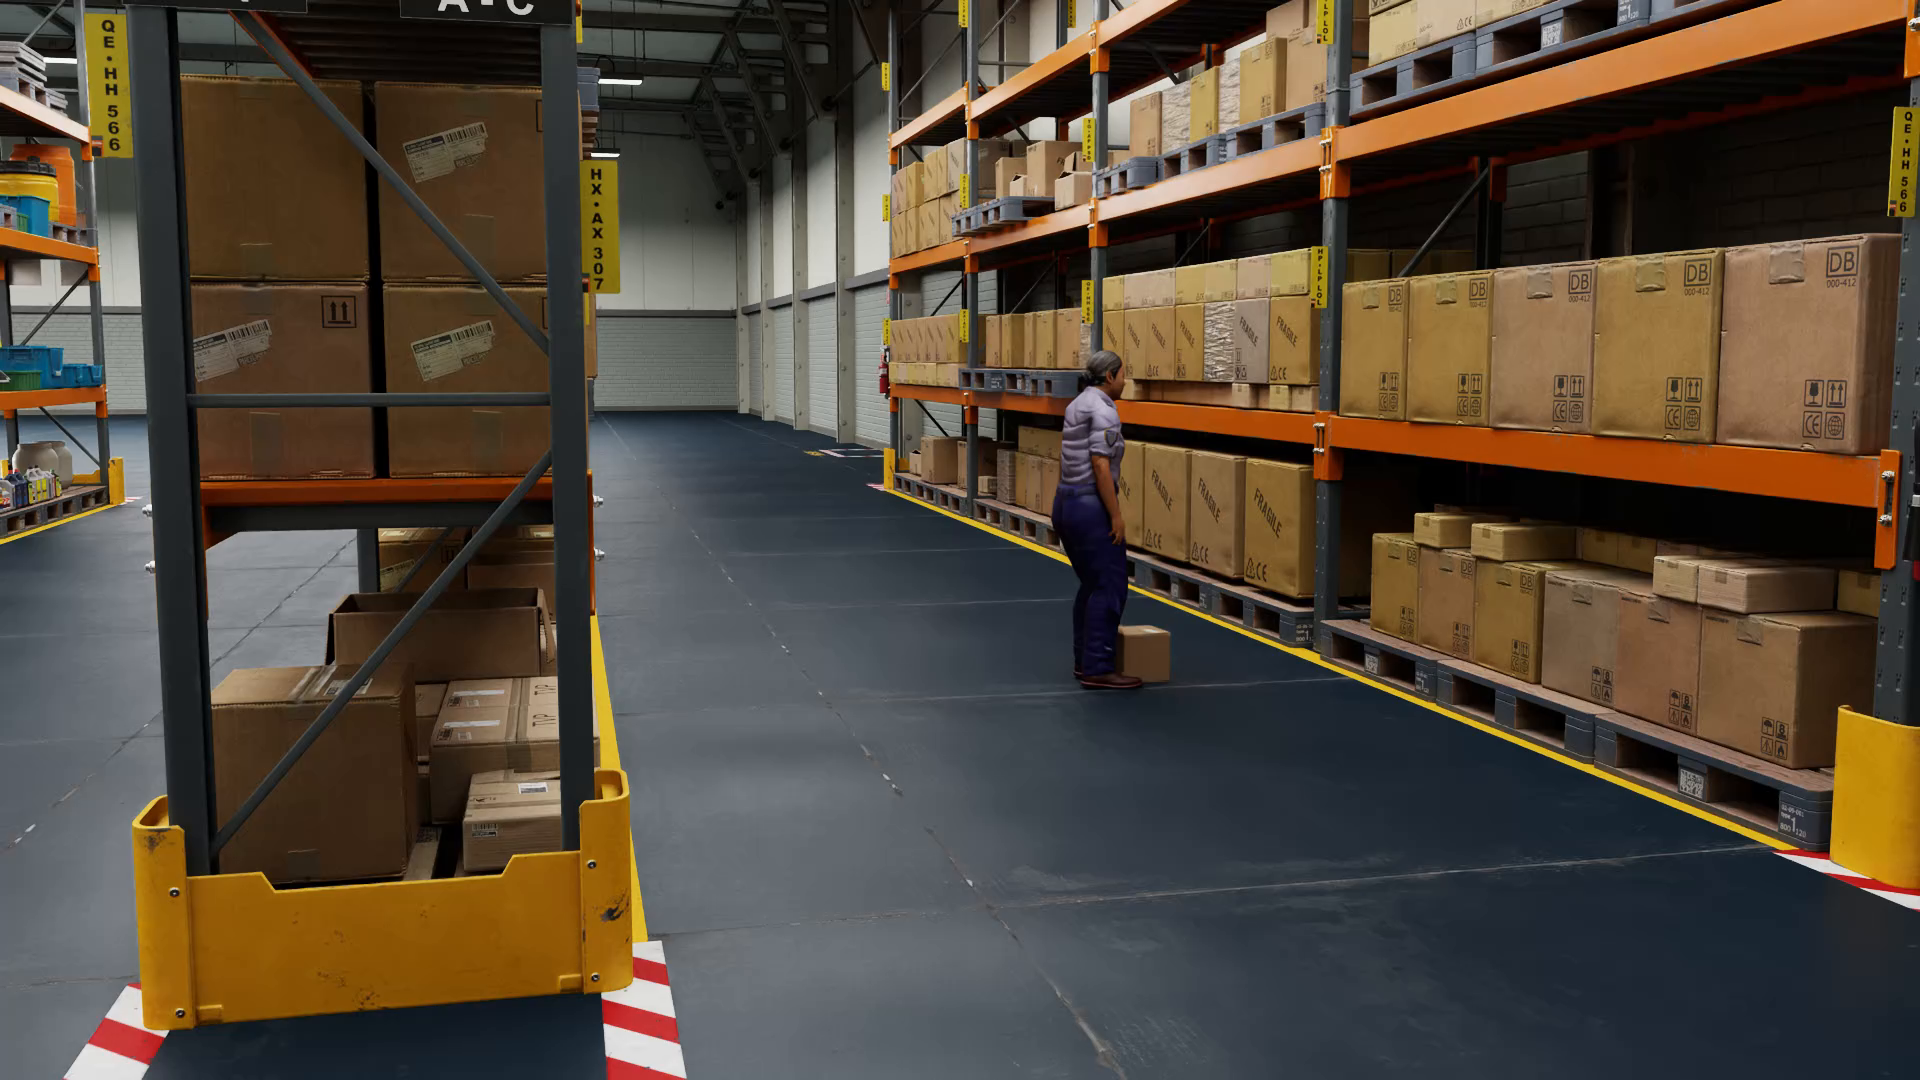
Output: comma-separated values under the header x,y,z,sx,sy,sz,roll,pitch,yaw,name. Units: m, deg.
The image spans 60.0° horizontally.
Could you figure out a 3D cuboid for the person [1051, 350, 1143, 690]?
x,y,z,sx,sy,sz,roll,pitch,yaw,name
0.690,-0.113,8.253,0.423,1.651,0.542,-2,6,-16,person
